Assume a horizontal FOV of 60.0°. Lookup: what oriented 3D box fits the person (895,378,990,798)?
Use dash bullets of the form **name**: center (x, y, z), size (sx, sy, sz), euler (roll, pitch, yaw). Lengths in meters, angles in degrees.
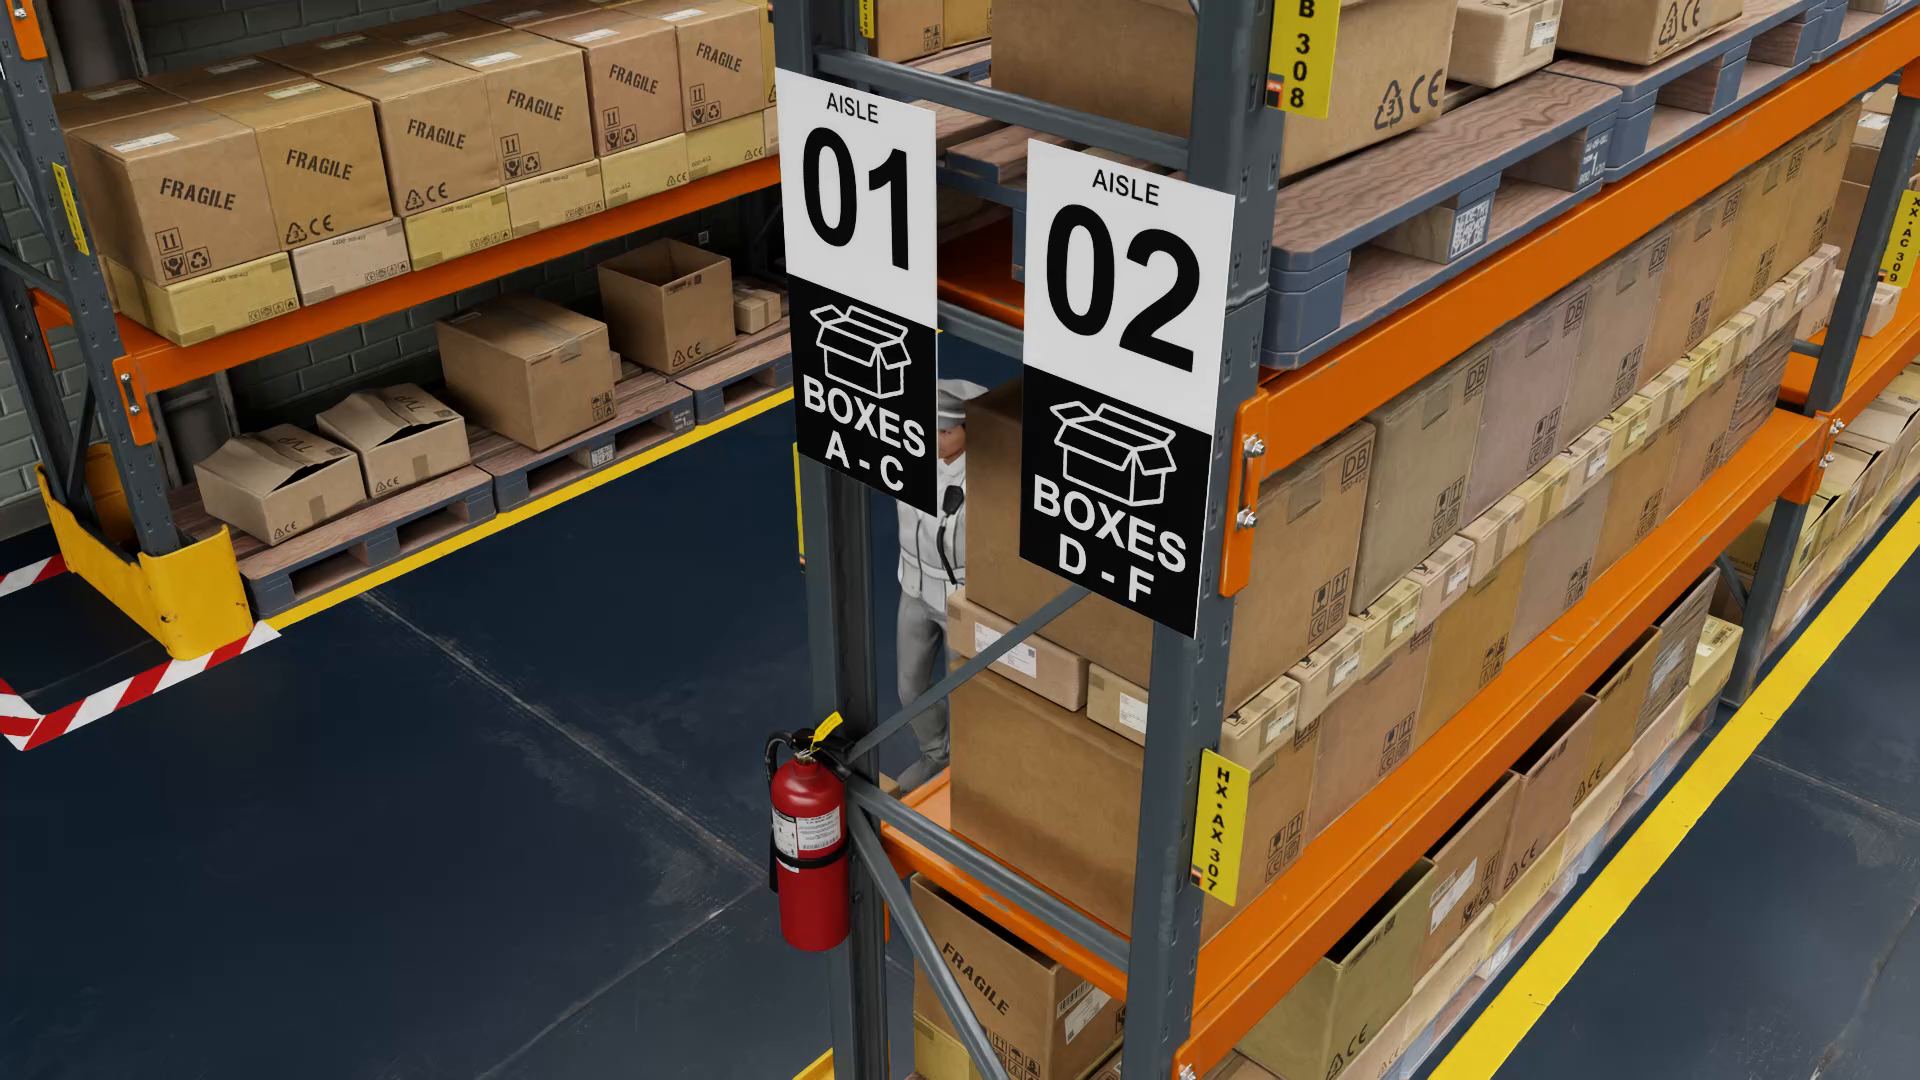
- **person**: center (-0.039, 0.230, 5.811), size (0.487, 1.726, 0.388), euler (27, 41, 36)
